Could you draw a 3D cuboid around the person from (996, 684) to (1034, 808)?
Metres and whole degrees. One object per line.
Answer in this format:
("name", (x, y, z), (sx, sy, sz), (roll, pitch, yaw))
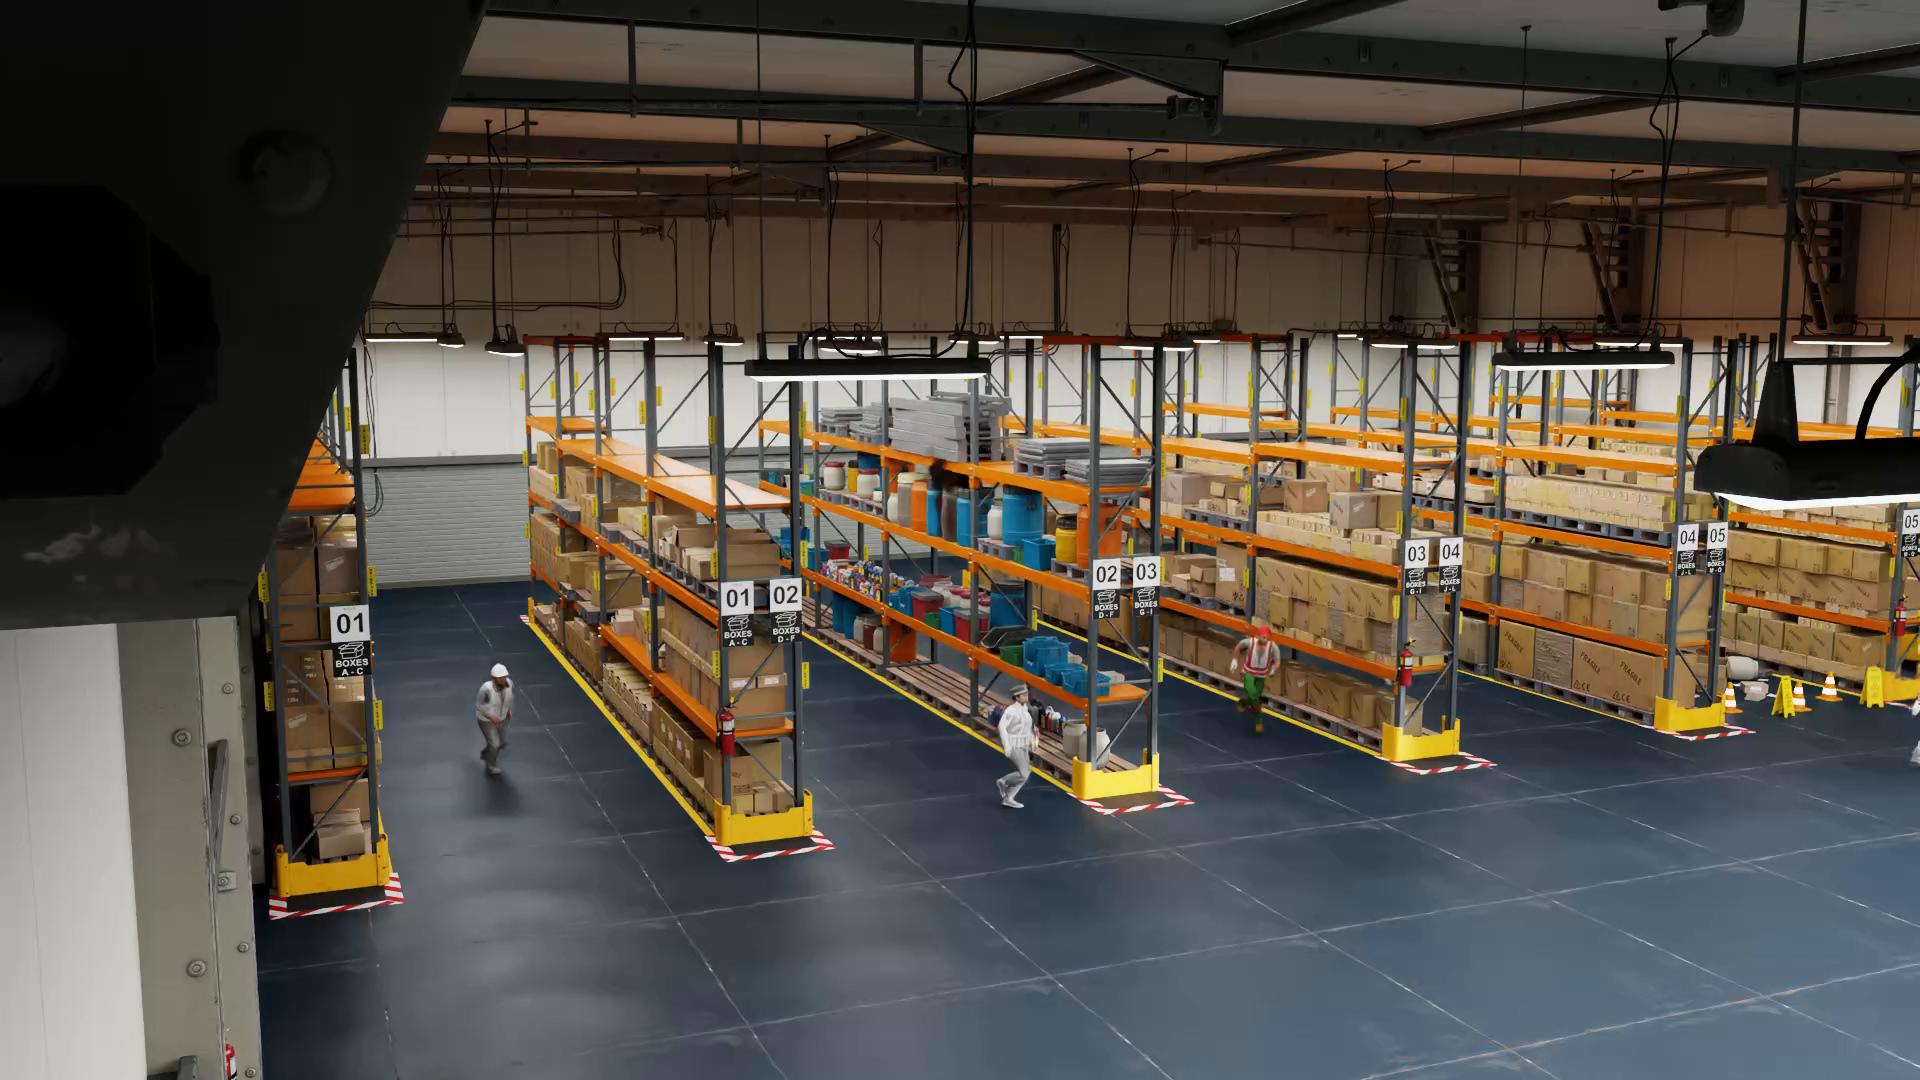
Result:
("person", (0.716, 2.669, 21.563), (0.502, 1.646, 0.669), (4, 9, 30))

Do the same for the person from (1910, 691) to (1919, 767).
("person", (13.779, 2.371, 23.269), (0.791, 1.724, 0.667), (5, 9, 33))

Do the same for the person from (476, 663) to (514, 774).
("person", (-6.489, 2.464, 23.112), (0.918, 1.618, 0.643), (5, 9, 35))

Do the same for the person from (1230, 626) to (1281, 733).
("person", (4.494, 2.049, 25.395), (0.686, 1.623, 1.101), (-1, 8, -7))

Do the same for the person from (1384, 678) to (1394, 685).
("person", (7.639, 1.645, 29.144), (0.616, 1.649, 0.844), (-1, 8, -10))
